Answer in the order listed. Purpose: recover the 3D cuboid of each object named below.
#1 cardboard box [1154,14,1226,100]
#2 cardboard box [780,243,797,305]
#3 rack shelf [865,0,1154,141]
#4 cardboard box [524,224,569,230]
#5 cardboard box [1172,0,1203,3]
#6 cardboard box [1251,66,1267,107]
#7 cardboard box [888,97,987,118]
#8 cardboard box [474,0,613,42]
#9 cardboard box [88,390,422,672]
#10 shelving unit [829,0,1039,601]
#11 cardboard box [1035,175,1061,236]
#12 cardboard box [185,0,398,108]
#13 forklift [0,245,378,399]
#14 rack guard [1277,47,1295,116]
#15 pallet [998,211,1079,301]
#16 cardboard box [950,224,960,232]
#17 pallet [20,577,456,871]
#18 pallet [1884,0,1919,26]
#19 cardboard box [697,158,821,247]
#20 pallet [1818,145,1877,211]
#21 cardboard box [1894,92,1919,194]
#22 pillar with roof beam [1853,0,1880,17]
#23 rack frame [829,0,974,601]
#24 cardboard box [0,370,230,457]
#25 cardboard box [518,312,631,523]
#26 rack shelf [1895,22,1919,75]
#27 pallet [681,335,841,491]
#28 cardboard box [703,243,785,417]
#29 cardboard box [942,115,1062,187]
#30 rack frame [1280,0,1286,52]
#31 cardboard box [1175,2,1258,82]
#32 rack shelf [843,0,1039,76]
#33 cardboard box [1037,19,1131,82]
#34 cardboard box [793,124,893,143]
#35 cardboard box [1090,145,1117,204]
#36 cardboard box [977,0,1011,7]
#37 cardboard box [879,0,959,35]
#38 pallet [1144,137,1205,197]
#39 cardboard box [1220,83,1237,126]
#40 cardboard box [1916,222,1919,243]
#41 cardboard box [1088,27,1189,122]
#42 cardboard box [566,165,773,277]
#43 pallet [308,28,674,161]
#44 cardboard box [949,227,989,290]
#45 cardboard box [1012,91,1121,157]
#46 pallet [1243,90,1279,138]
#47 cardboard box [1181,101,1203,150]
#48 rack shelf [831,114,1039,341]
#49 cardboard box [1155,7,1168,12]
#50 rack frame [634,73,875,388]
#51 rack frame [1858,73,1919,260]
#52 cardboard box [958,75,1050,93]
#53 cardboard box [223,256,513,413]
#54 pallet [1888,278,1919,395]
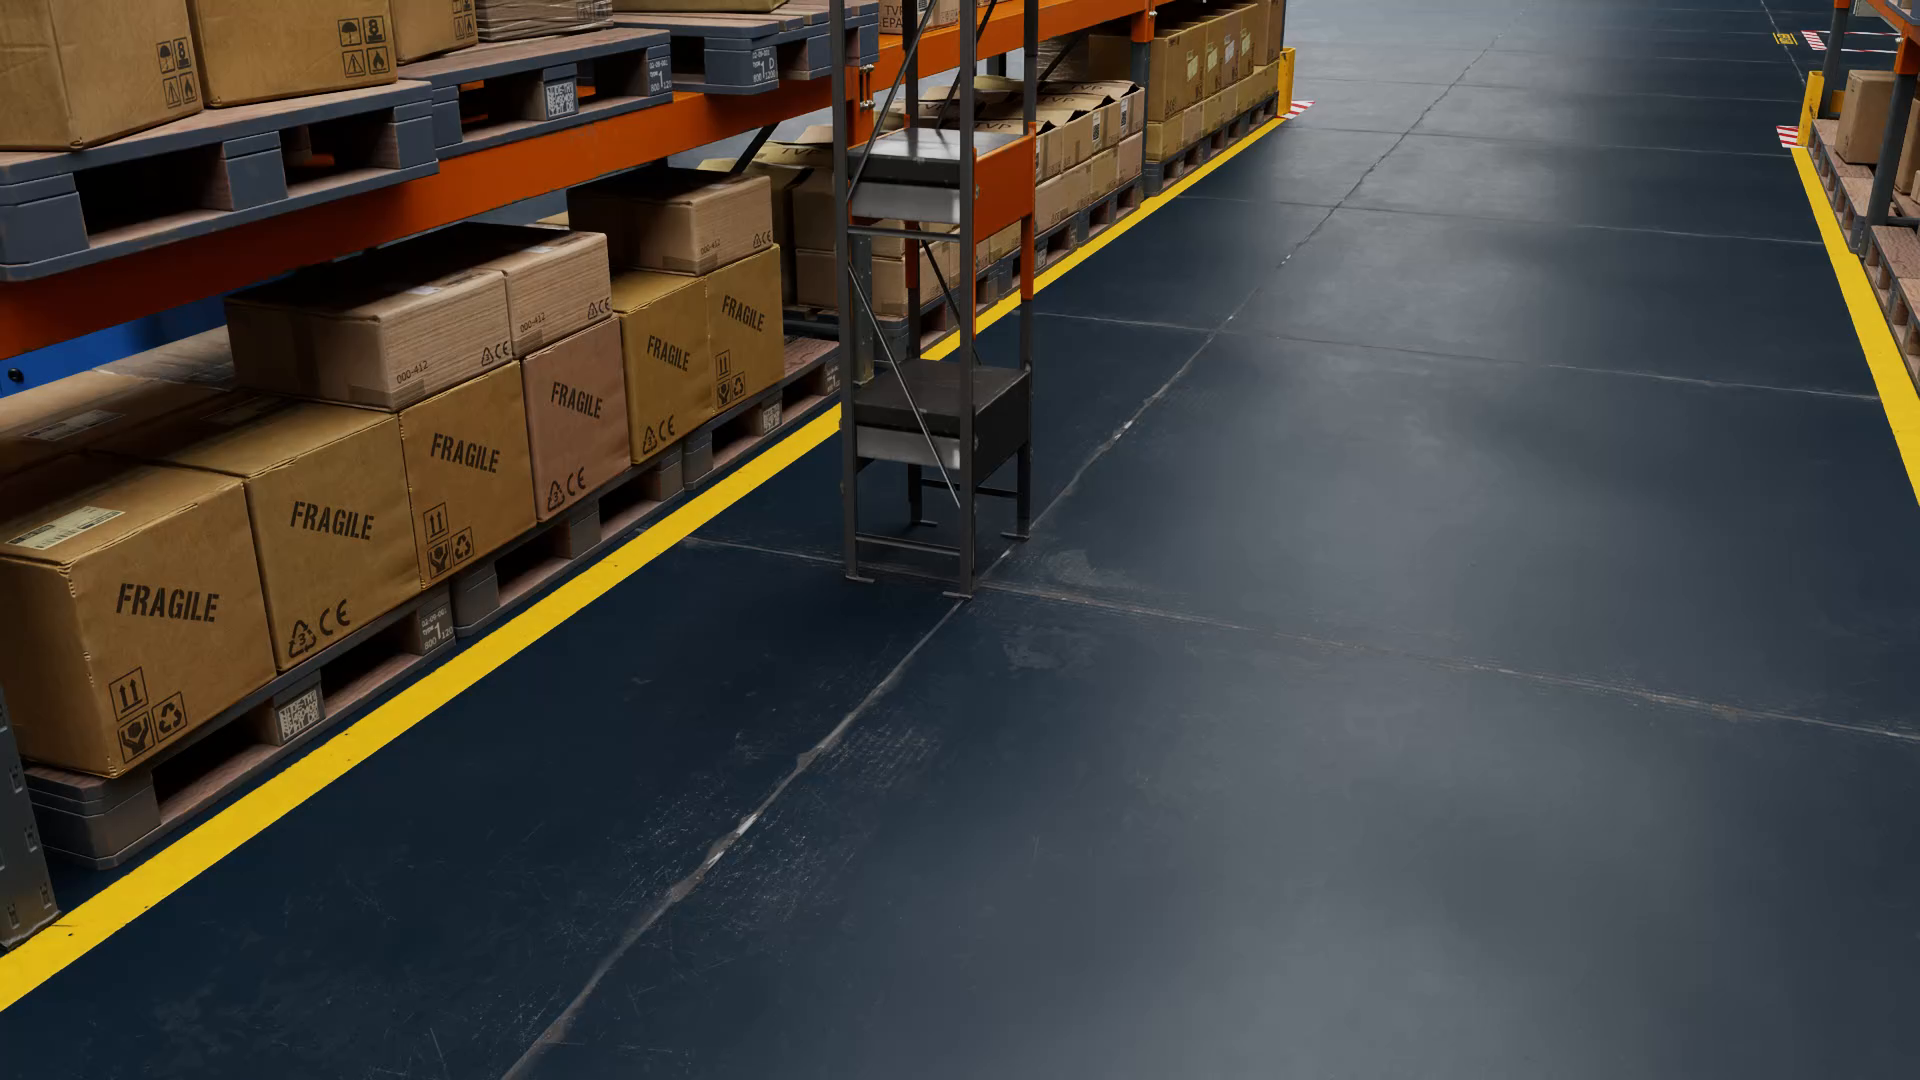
[{"bbox_3d":[1.482,-3.274,11.246,0.500,0.500,0.500,9,24,20],"label":"cardboard box"},{"bbox_3d":[-0.869,-1.241,7.351,0.500,0.250,0.500,9,24,21],"label":"cardboard box"},{"bbox_3d":[-0.095,-2.476,8.220,1.077,0.370,4.000,9,24,20],"label":"rack shelf"},{"bbox_3d":[-1.462,-0.832,6.023,0.500,0.500,0.500,8,24,18],"label":"cardboard box"},{"bbox_3d":[1.544,-3.887,12.714,0.500,0.500,0.500,9,24,20],"label":"cardboard box"},{"bbox_3d":[2.034,-3.466,12.678,0.500,0.250,0.500,9,24,20],"label":"cardboard box"},{"bbox_3d":[-0.119,-2.232,8.996,0.500,0.311,0.500,8,24,18],"label":"cardboard box"},{"bbox_3d":[-1.484,-1.791,4.972,0.700,0.500,0.500,14,26,30],"label":"cardboard box"},{"bbox_3d":[-1.730,-0.041,4.130,0.500,0.500,0.500,9,24,21],"label":"cardboard box"},{"bbox_3d":[-0.061,-0.910,4.703,0.431,2.100,0.503,9,24,20],"label":"shelving unit"},{"bbox_3d":[0.194,-1.713,8.483,0.500,0.250,0.500,9,24,21],"label":"cardboard box"},{"bbox_3d":[-1.743,-1.294,3.781,0.700,0.500,0.500,13,26,28],"label":"cardboard box"},{"bbox_3d":[-2.912,-1.987,6.203,1.130,2.935,3.031,1,23,3],"label":"forklift"},{"bbox_3d":[2.143,-3.811,13.724,1.175,0.500,0.348,9,24,20],"label":"rack guard"},{"bbox_3d":[-0.041,-1.530,8.639,1.003,0.211,1.213,9,24,20],"label":"pallet"},{"bbox_3d":[-0.183,-1.611,7.510,0.500,0.311,0.500,8,24,19],"label":"cardboard box"},{"bbox_3d":[-2.057,0.329,4.189,1.003,0.211,1.213,9,24,20],"label":"pallet"},{"bbox_3d":[4.830,-2.475,7.532,1.003,0.211,1.213,9,24,20],"label":"pallet"},{"bbox_3d":[-0.872,-1.499,7.242,0.500,0.311,0.500,9,24,21],"label":"cardboard box"},{"bbox_3d":[5.917,-2.213,10.274,1.003,0.211,1.213,9,24,20],"label":"pallet"},{"bbox_3d":[5.597,-2.243,9.400,0.500,0.500,0.500,7,24,16],"label":"cardboard box"},{"bbox_3d":[7.738,-11.552,21.231,9.100,9.000,0.400,9,24,20],"label":"pillar with roof beam"},{"bbox_3d":[-0.152,-0.822,4.494,0.400,2.100,0.015,9,24,20],"label":"rack frame"},{"bbox_3d":[-2.215,-0.104,4.280,0.500,0.500,0.500,9,24,20],"label":"cardboard box"},{"bbox_3d":[-1.349,-0.400,4.988,0.500,0.500,0.500,8,24,18],"label":"cardboard box"},{"bbox_3d":[4.506,-1.769,6.525,1.077,0.370,4.000,9,24,20],"label":"rack shelf"},{"bbox_3d":[-1.150,-0.544,6.279,1.003,0.211,1.213,9,24,20],"label":"pallet"},{"bbox_3d":[-0.967,-0.774,5.883,0.500,0.500,0.500,10,25,22],"label":"cardboard box"},{"bbox_3d":[0.199,-1.977,8.387,0.500,0.311,0.500,8,24,19],"label":"cardboard box"},{"bbox_3d":[2.134,-4.955,13.222,1.000,3.000,0.127,9,24,20],"label":"rack frame"},{"bbox_3d":[1.853,-3.632,12.103,0.500,0.500,0.500,9,24,20],"label":"cardboard box"},{"bbox_3d":[-0.062,-1.543,4.439,0.431,0.518,0.480,9,24,20],"label":"rack shelf"},{"bbox_3d":[0.814,-3.170,10.996,0.500,0.500,0.500,9,24,20],"label":"cardboard box"},{"bbox_3d":[-0.495,-1.866,8.121,0.500,0.311,0.500,9,24,20],"label":"cardboard box"},{"bbox_3d":[0.573,-2.078,9.357,0.500,0.250,0.500,8,24,19],"label":"cardboard box"},{"bbox_3d":[-0.034,-2.930,8.243,0.500,0.500,0.500,9,24,20],"label":"cardboard box"},{"bbox_3d":[-0.326,-2.344,7.085,0.500,0.311,0.500,8,24,19],"label":"cardboard box"},{"bbox_3d":[0.982,-2.516,10.999,1.003,0.211,1.213,9,24,20],"label":"pallet"},{"bbox_3d":[1.663,-3.108,11.821,0.500,0.250,0.500,9,24,20],"label":"cardboard box"},{"bbox_3d":[4.991,-1.600,7.861,0.700,0.500,0.500,10,25,22],"label":"cardboard box"},{"bbox_3d":[1.111,-2.916,10.389,0.500,0.500,0.500,9,24,20],"label":"cardboard box"},{"bbox_3d":[-0.984,-1.099,5.689,0.500,0.250,0.500,10,25,22],"label":"cardboard box"},{"bbox_3d":[-1.556,-1.307,4.737,1.003,0.211,1.213,9,24,20],"label":"pallet"},{"bbox_3d":[-0.185,-1.343,7.596,0.500,0.250,0.500,8,24,19],"label":"cardboard box"},{"bbox_3d":[0.576,-2.335,9.243,0.500,0.311,0.500,9,24,22],"label":"cardboard box"},{"bbox_3d":[1.889,-3.389,13.090,1.003,0.211,1.213,9,24,20],"label":"pallet"},{"bbox_3d":[1.292,-2.750,10.964,0.500,0.250,0.500,9,24,20],"label":"cardboard box"},{"bbox_3d":[-0.061,-0.897,4.709,0.431,0.518,0.480,9,24,20],"label":"rack shelf"},{"bbox_3d":[1.168,-3.530,11.859,0.500,0.500,0.500,9,24,20],"label":"cardboard box"},{"bbox_3d":[-0.838,-2.093,6.368,1.000,3.000,0.127,9,24,20],"label":"rack frame"},{"bbox_3d":[5.249,-2.816,8.100,1.000,3.000,0.127,9,24,20],"label":"rack frame"},{"bbox_3d":[0.263,-2.596,9.867,0.500,0.311,0.500,9,24,20],"label":"cardboard box"},{"bbox_3d":[-1.546,-0.553,4.381,0.500,0.250,0.500,9,24,20],"label":"cardboard box"},{"bbox_3d":[4.509,-0.813,6.921,1.003,0.211,1.213,9,24,20],"label":"pallet"}]
